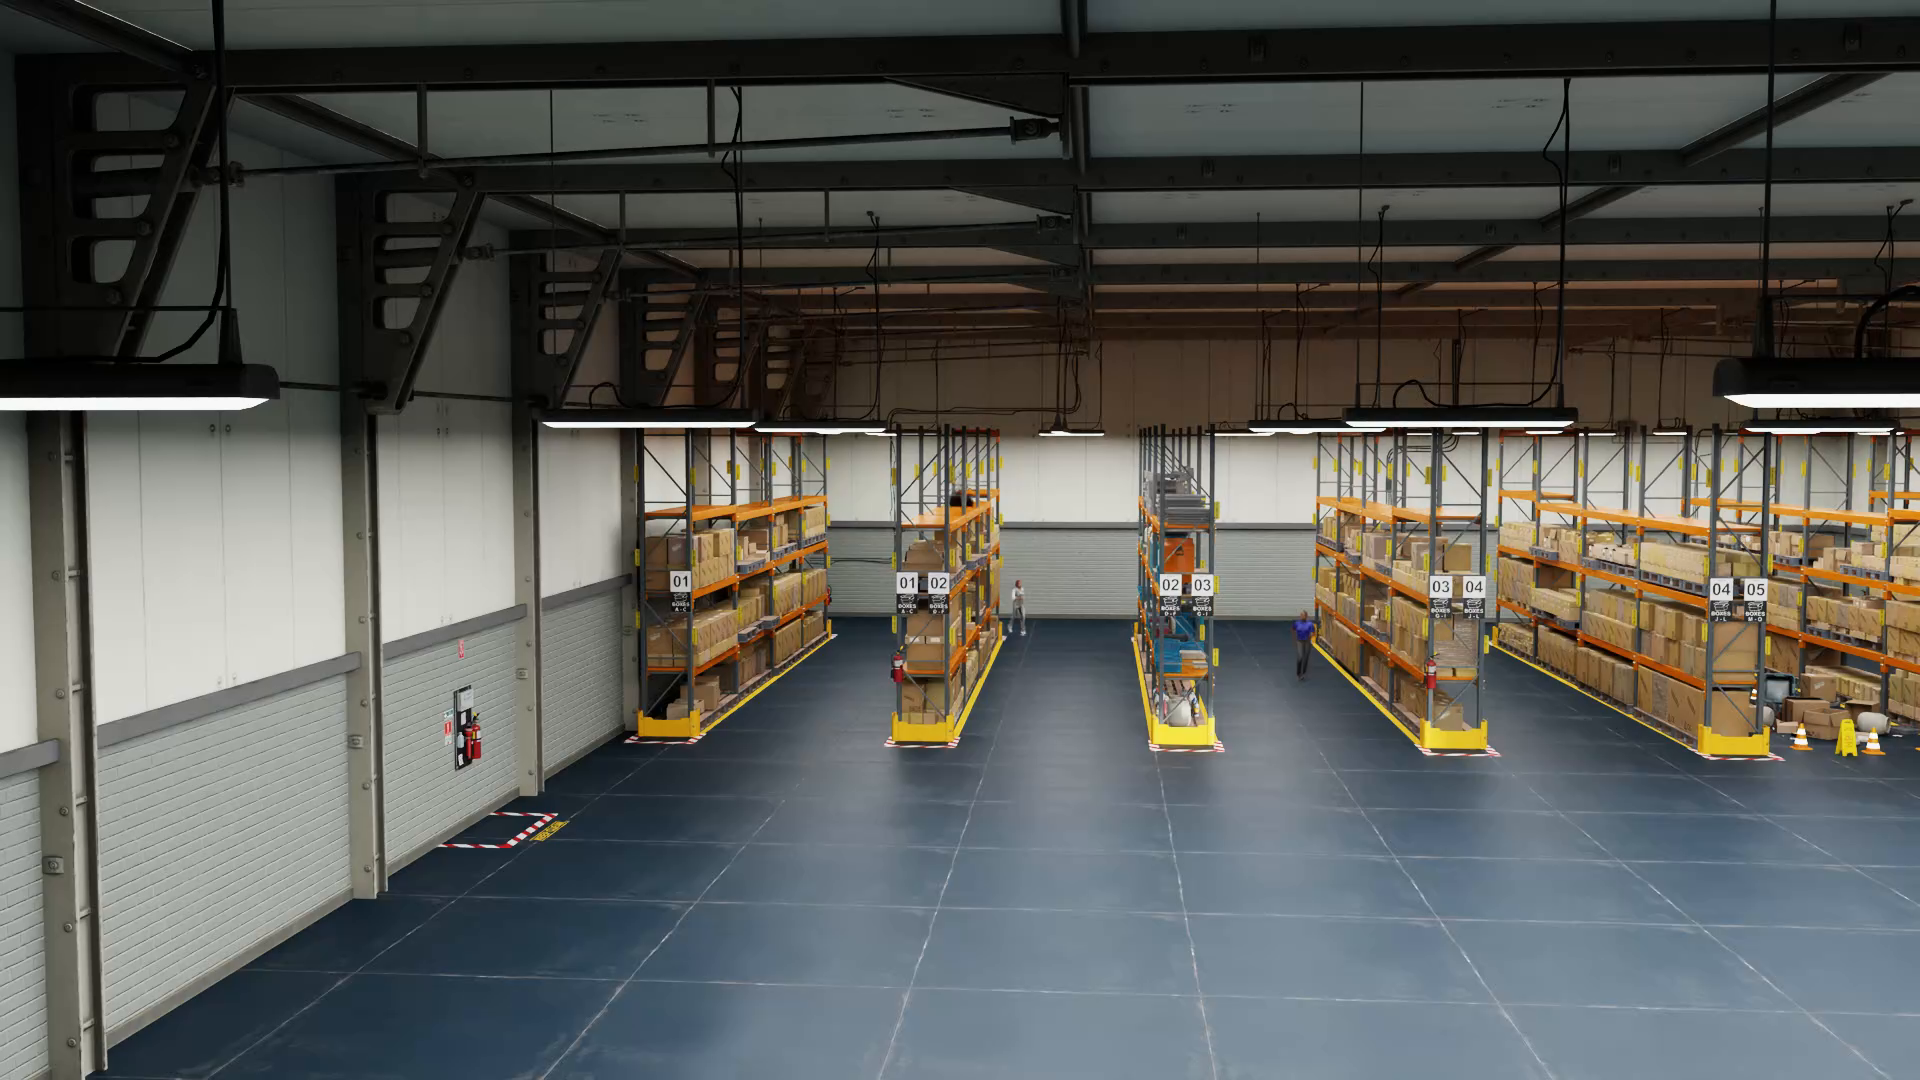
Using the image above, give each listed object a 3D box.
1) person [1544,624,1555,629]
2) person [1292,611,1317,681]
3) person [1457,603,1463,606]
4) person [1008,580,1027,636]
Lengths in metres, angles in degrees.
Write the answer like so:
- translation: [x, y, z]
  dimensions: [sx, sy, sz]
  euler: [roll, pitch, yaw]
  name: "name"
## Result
- translation: [17.169, 1.927, 48.097]
  dimensions: [0.868, 1.790, 0.616]
  euler: [-2, 4, -24]
  name: "person"
- translation: [8.155, 2.518, 39.383]
  dimensions: [0.554, 1.677, 0.730]
  euler: [0, 3, 5]
  name: "person"
- translation: [13.548, 2.165, 44.566]
  dimensions: [0.581, 1.678, 0.655]
  euler: [0, 3, 6]
  name: "person"
- translation: [1.672, 1.960, 48.419]
  dimensions: [0.528, 1.626, 0.823]
  euler: [-2, 4, -33]
  name: "person"
